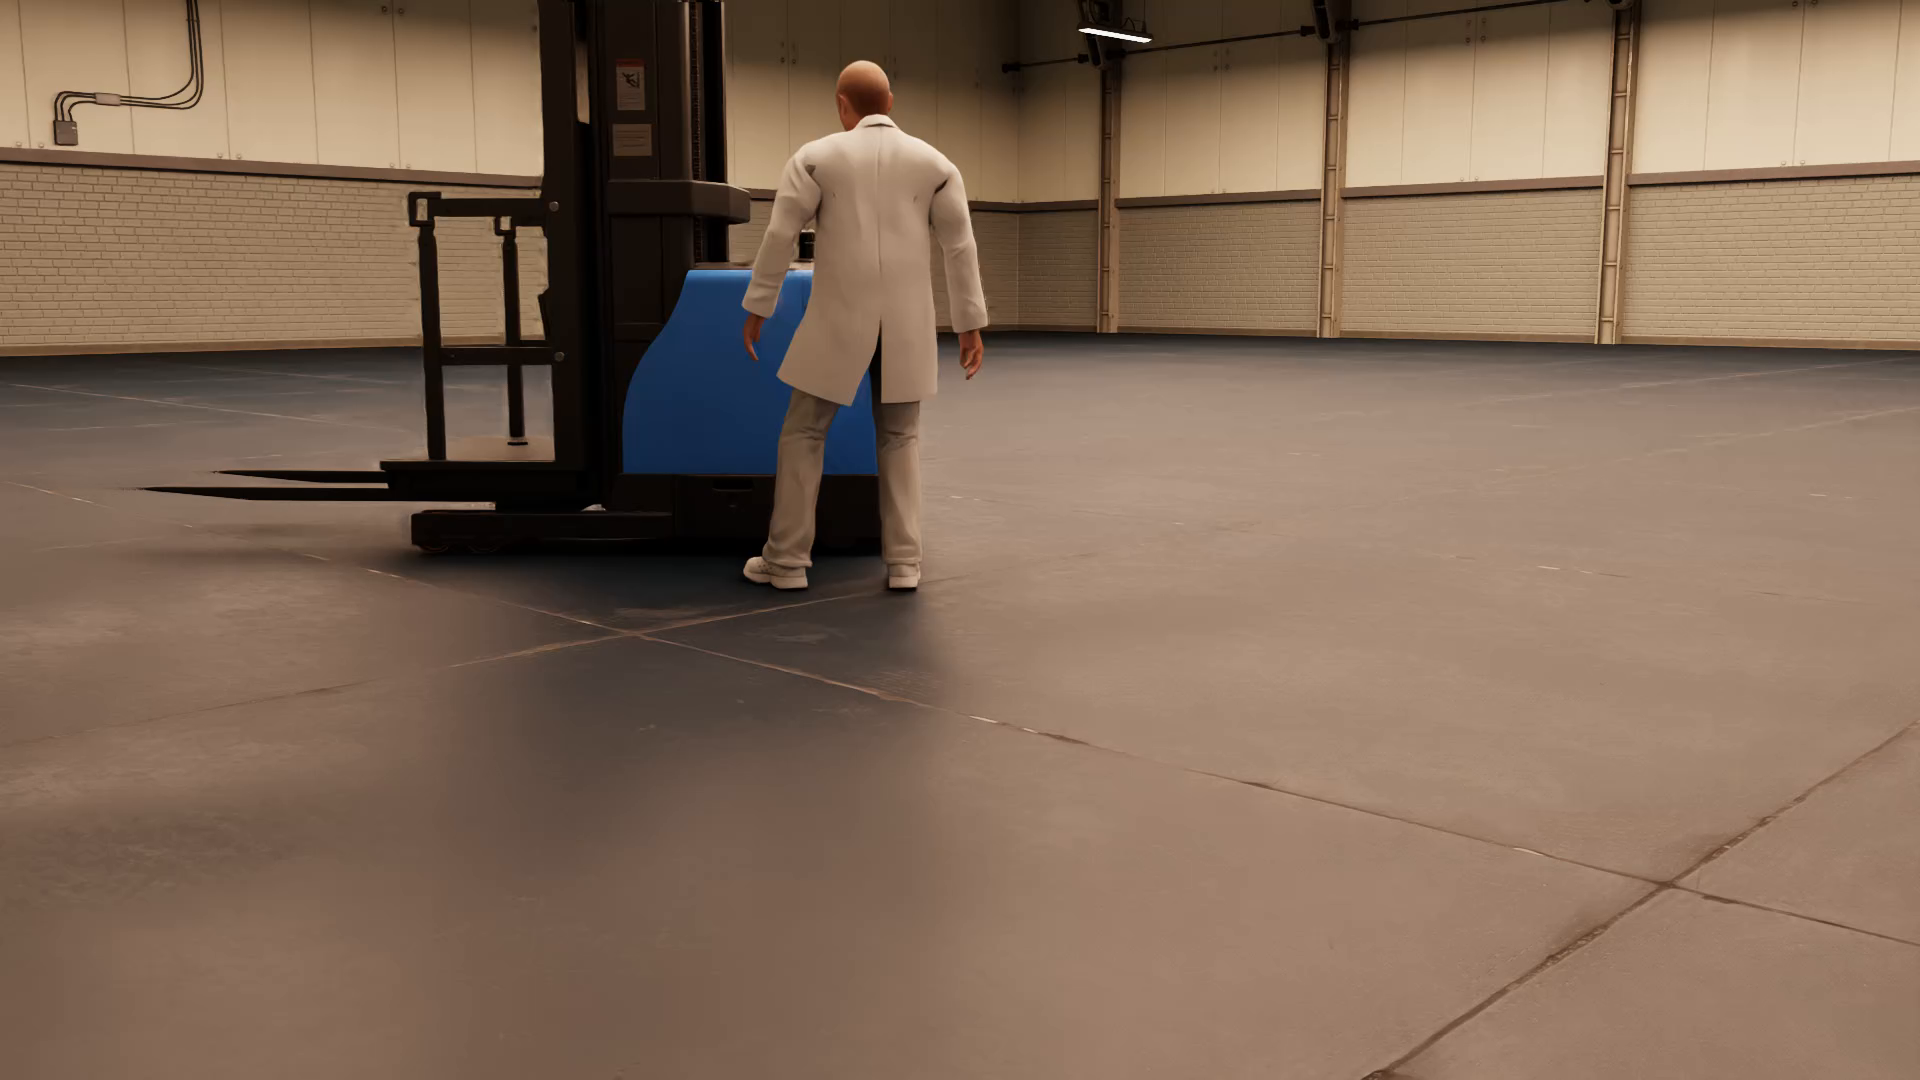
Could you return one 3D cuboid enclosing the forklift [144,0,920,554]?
[{"bbox_3d":[-1.705,-1.472,6.653,3.031,2.935,1.130,0,9,3],"label":"forklift"}]

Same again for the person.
[{"bbox_3d":[-0.322,-0.720,5.626,0.823,1.752,0.453,-2,9,-15],"label":"person"}]
